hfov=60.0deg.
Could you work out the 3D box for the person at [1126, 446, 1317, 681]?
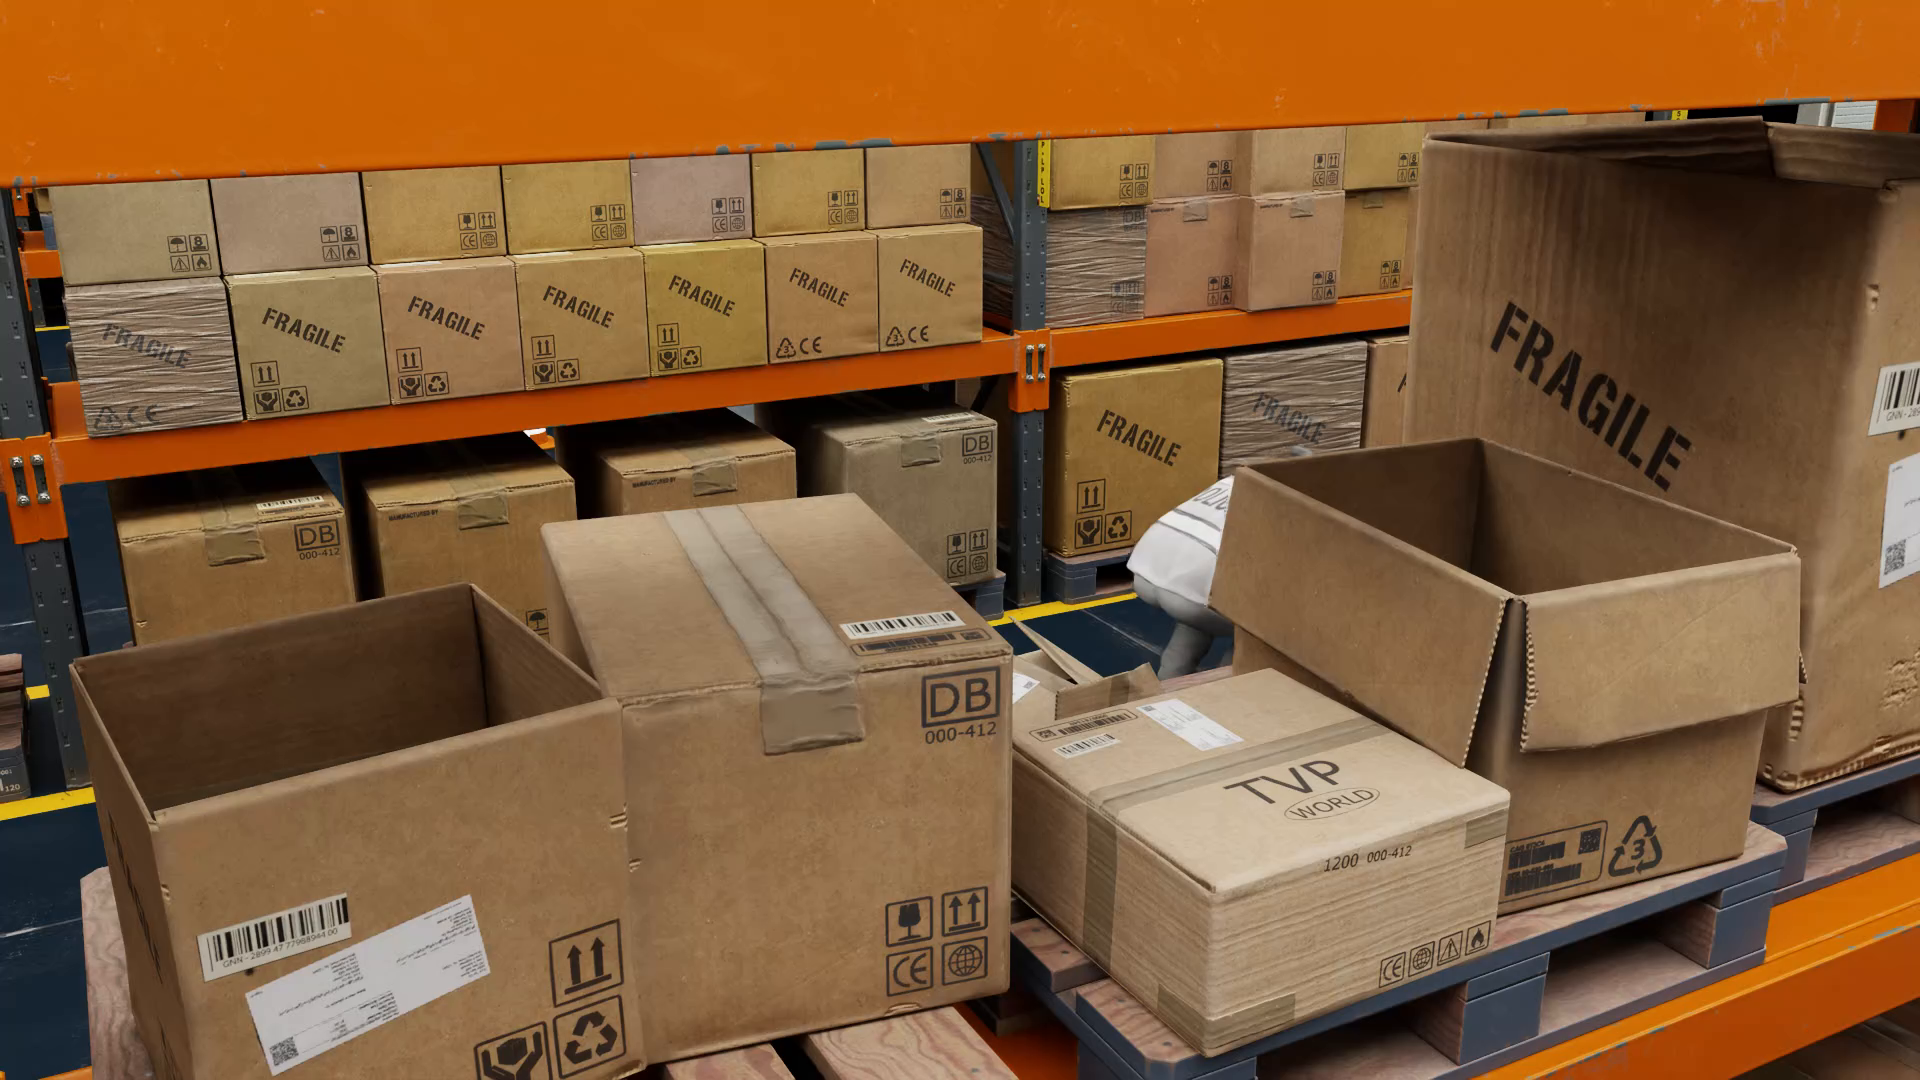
[{"bbox_3d":[1.128,0.172,6.698,0.987,1.024,0.528,-10,21,-28],"label":"person"}]
